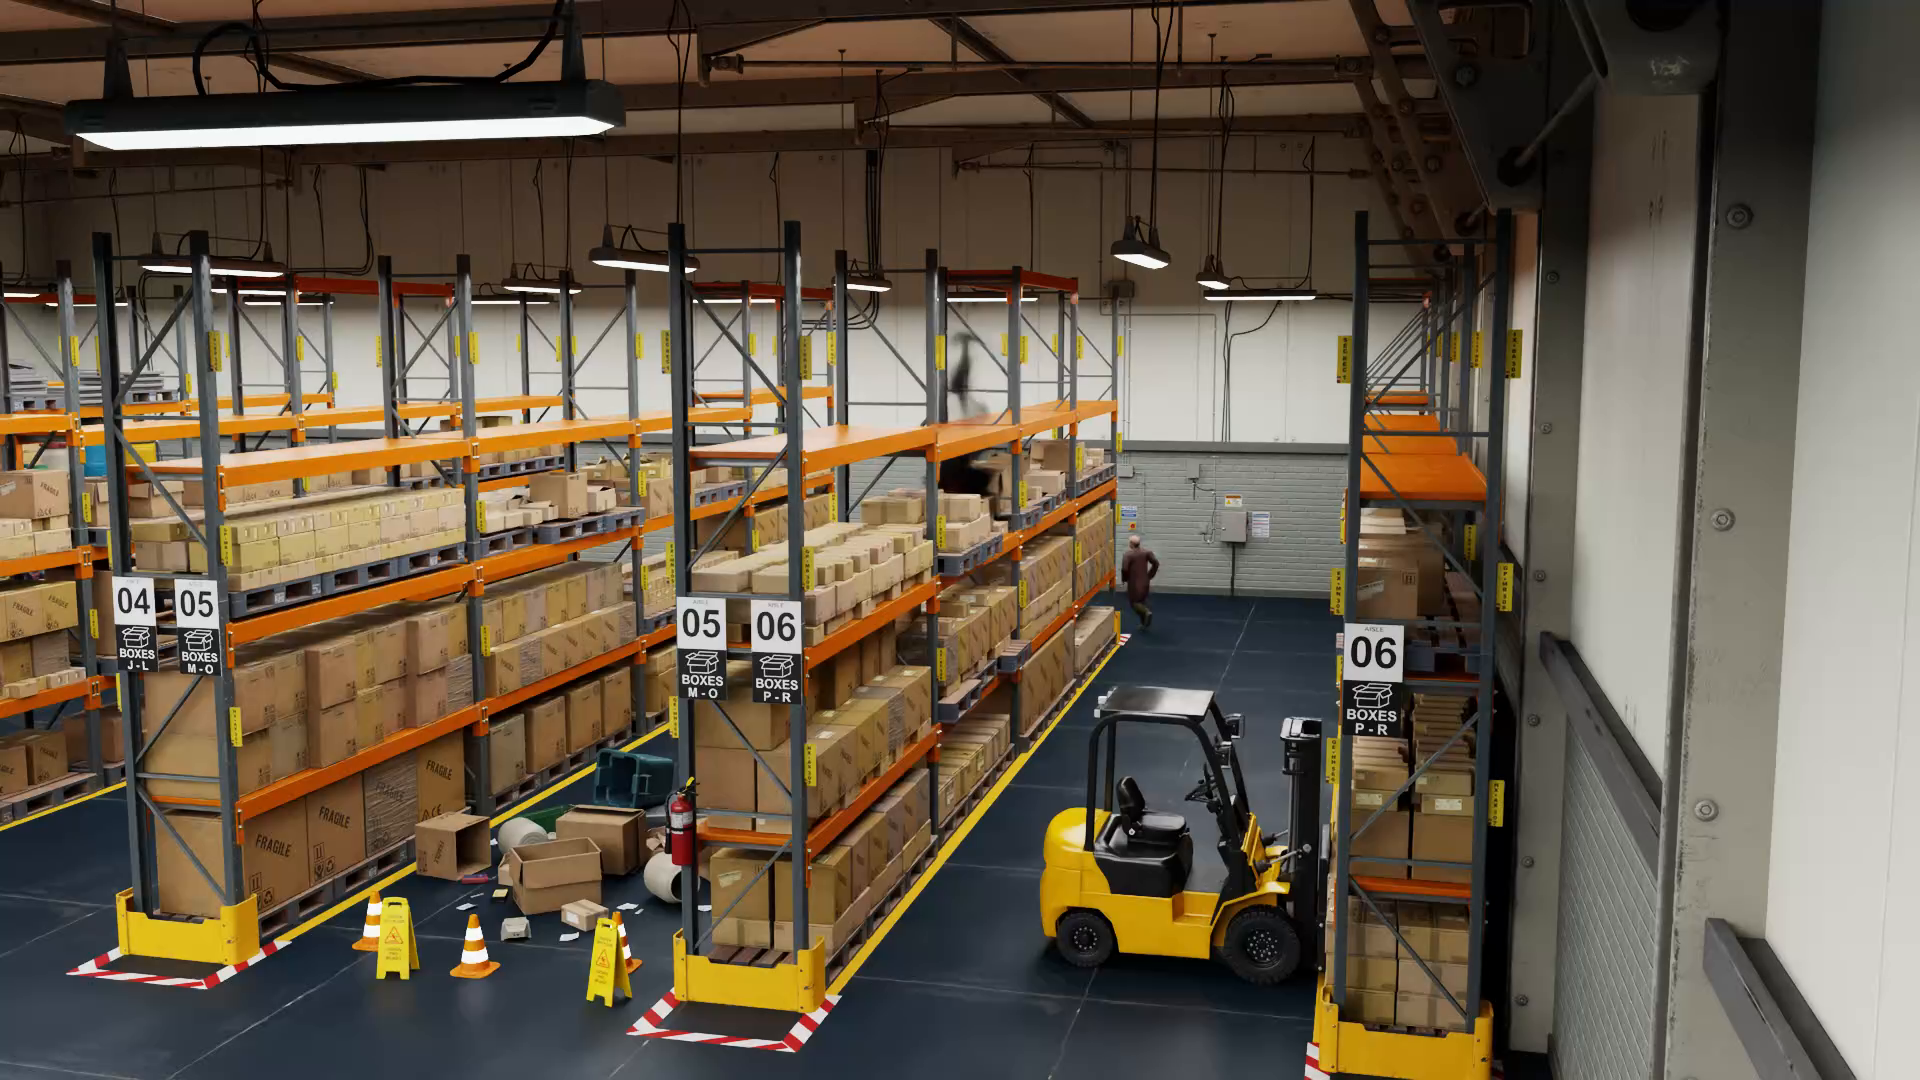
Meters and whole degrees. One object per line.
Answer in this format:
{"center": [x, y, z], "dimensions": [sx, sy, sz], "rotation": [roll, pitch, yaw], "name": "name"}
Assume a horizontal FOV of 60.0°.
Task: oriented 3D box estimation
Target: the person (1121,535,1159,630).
{"center": [3.139, 0.775, 29.166], "dimensions": [0.756, 1.722, 0.686], "rotation": [-3, 8, -24], "name": "person"}
